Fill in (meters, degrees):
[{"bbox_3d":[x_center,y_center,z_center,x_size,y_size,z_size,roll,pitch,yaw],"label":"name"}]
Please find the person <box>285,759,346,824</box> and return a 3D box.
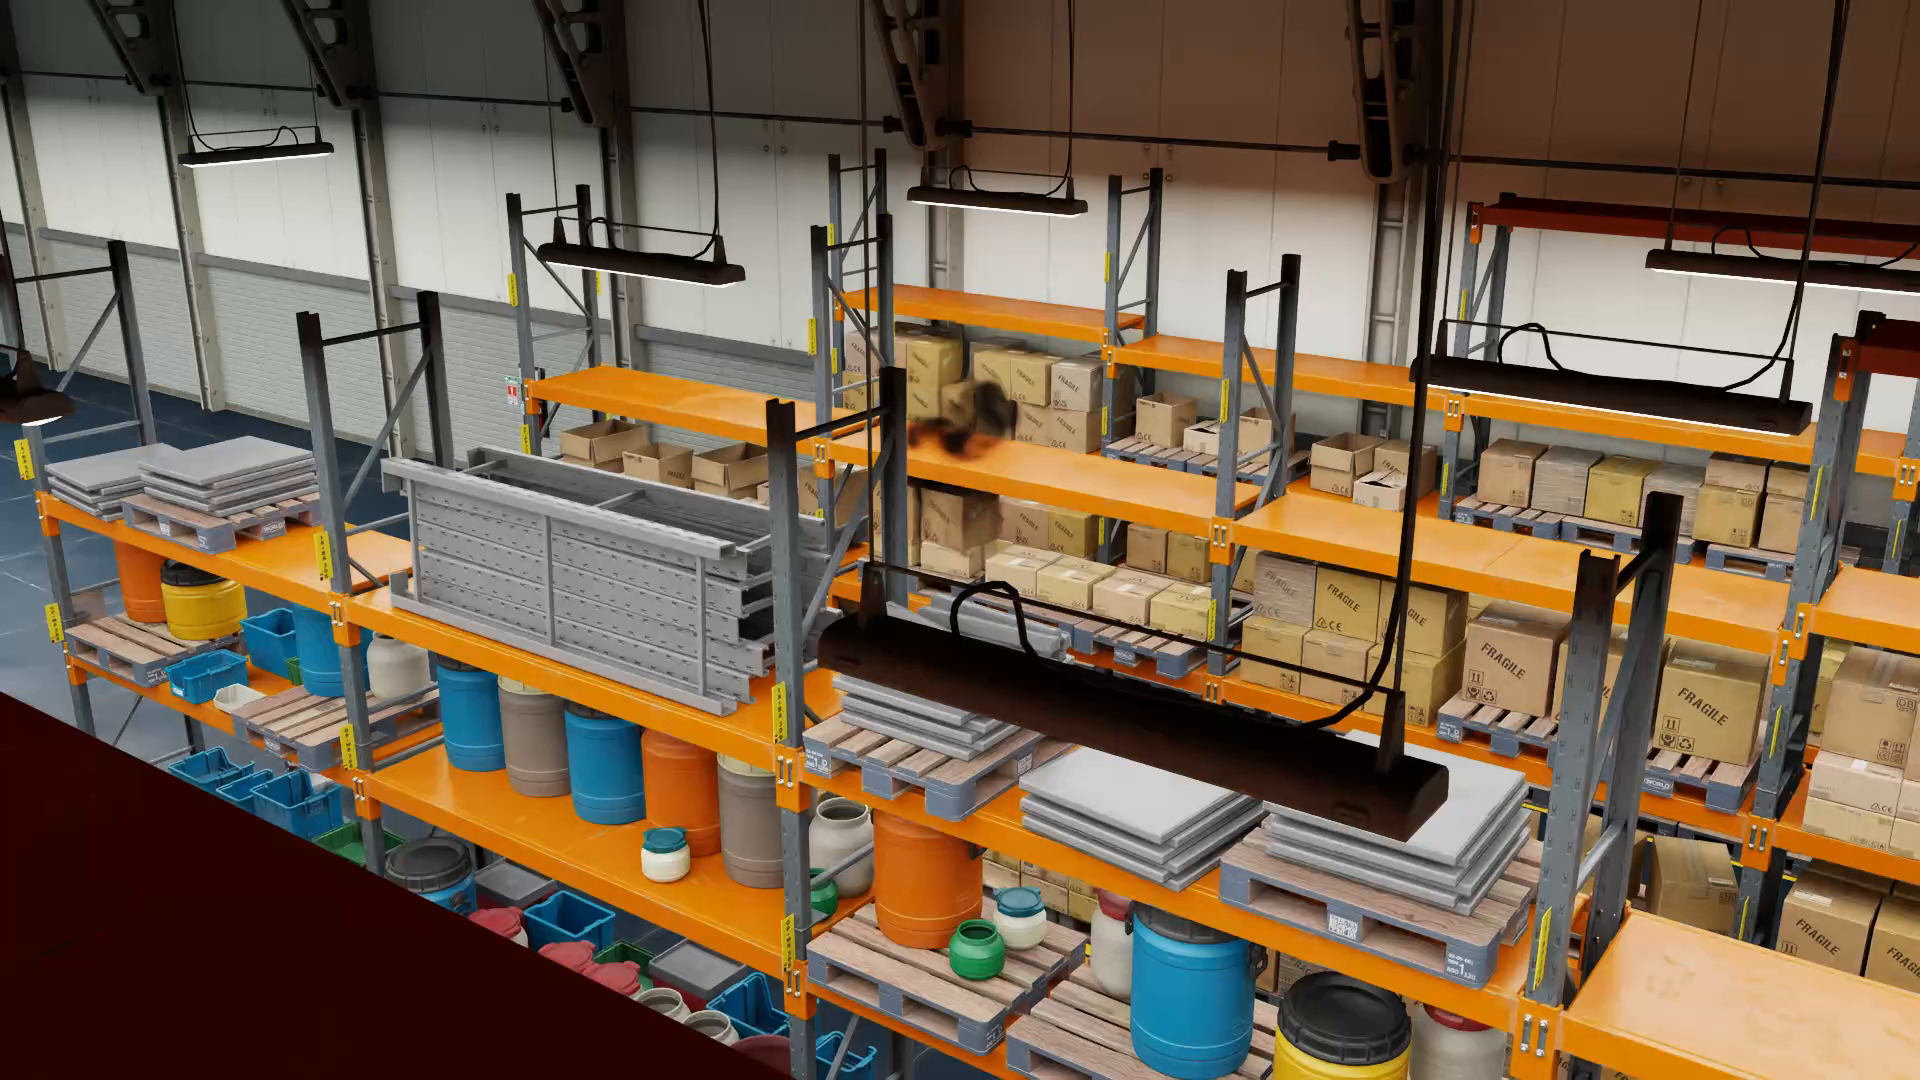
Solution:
[{"bbox_3d":[-6.147,2.254,15.780,0.530,1.640,0.570,5,19,16],"label":"person"}]
